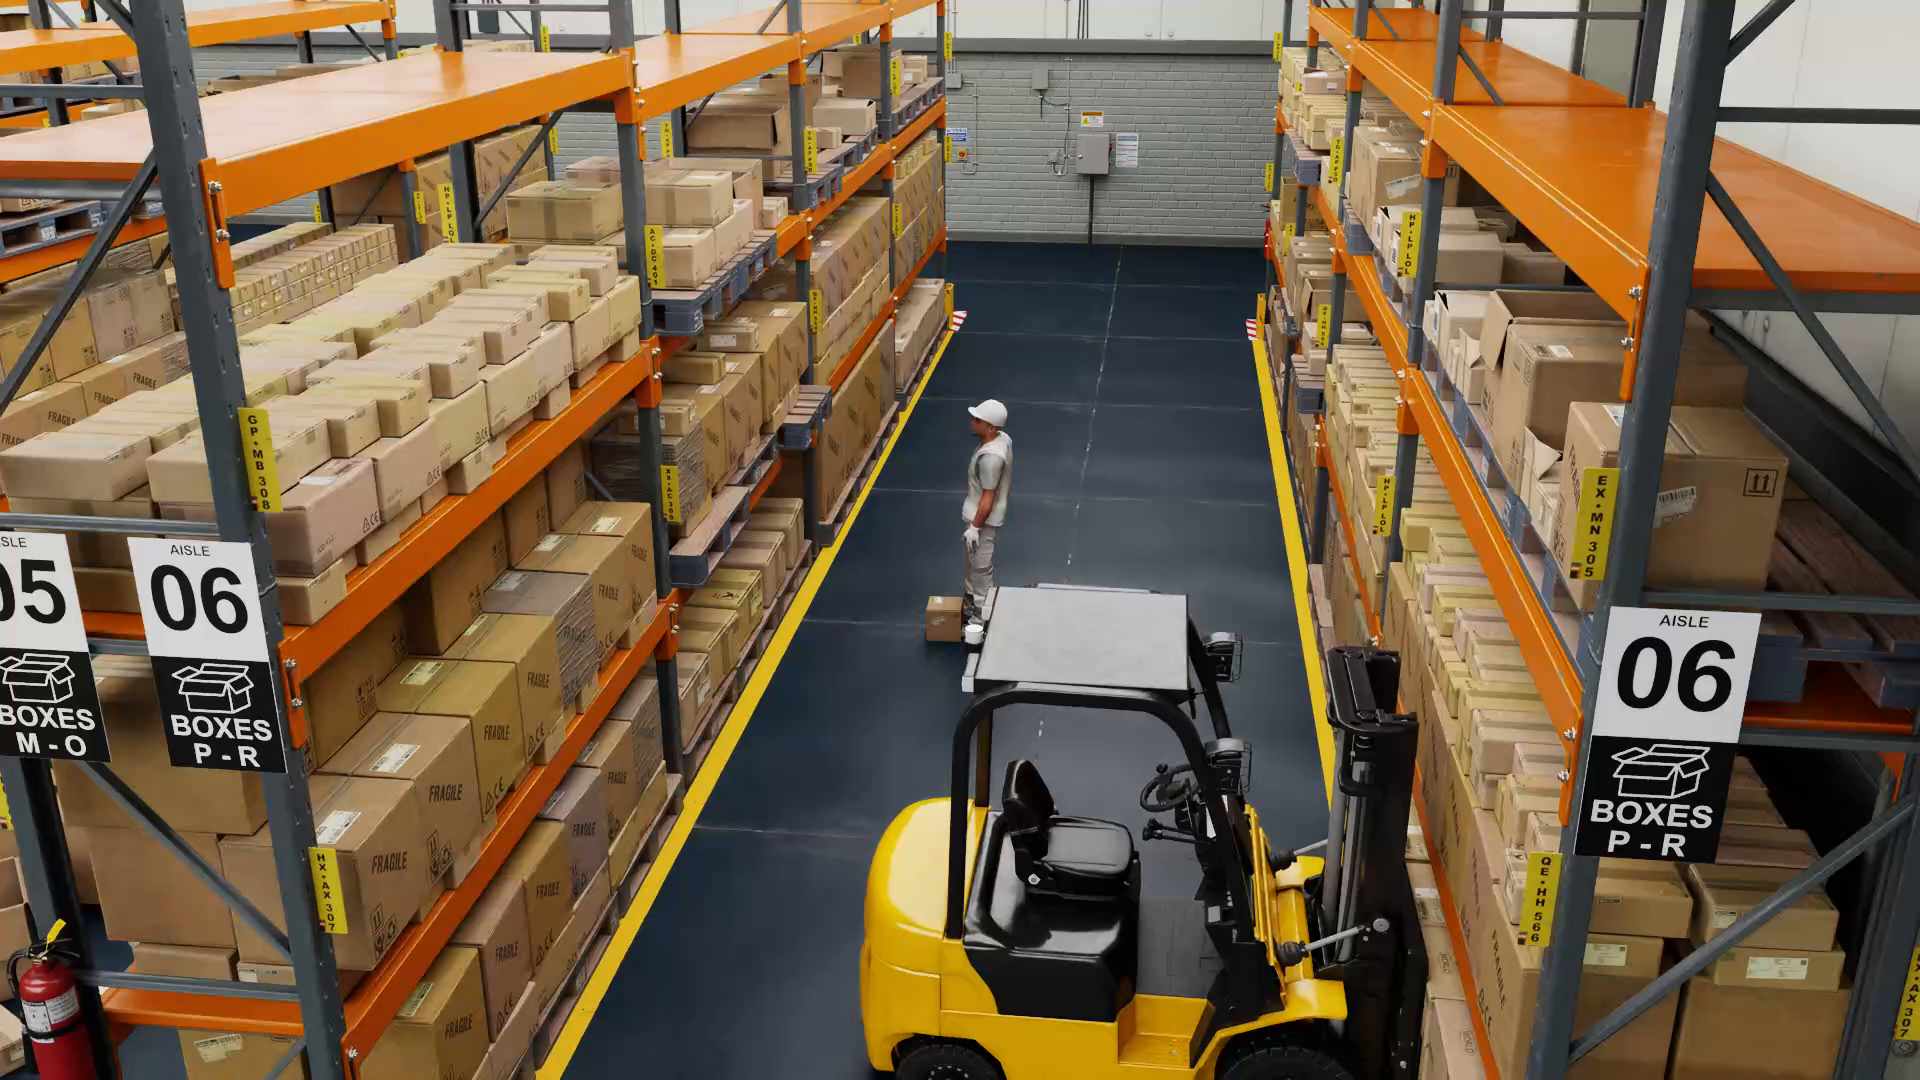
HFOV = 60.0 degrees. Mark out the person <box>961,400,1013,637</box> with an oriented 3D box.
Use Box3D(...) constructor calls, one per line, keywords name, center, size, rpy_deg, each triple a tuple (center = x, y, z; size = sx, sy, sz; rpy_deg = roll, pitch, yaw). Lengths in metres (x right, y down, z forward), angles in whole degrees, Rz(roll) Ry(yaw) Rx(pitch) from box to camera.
Box3D(name="person", center=(0.085, -0.154, 11.856), size=(0.561, 1.790, 0.637), rpy_deg=(2, 21, 6))
